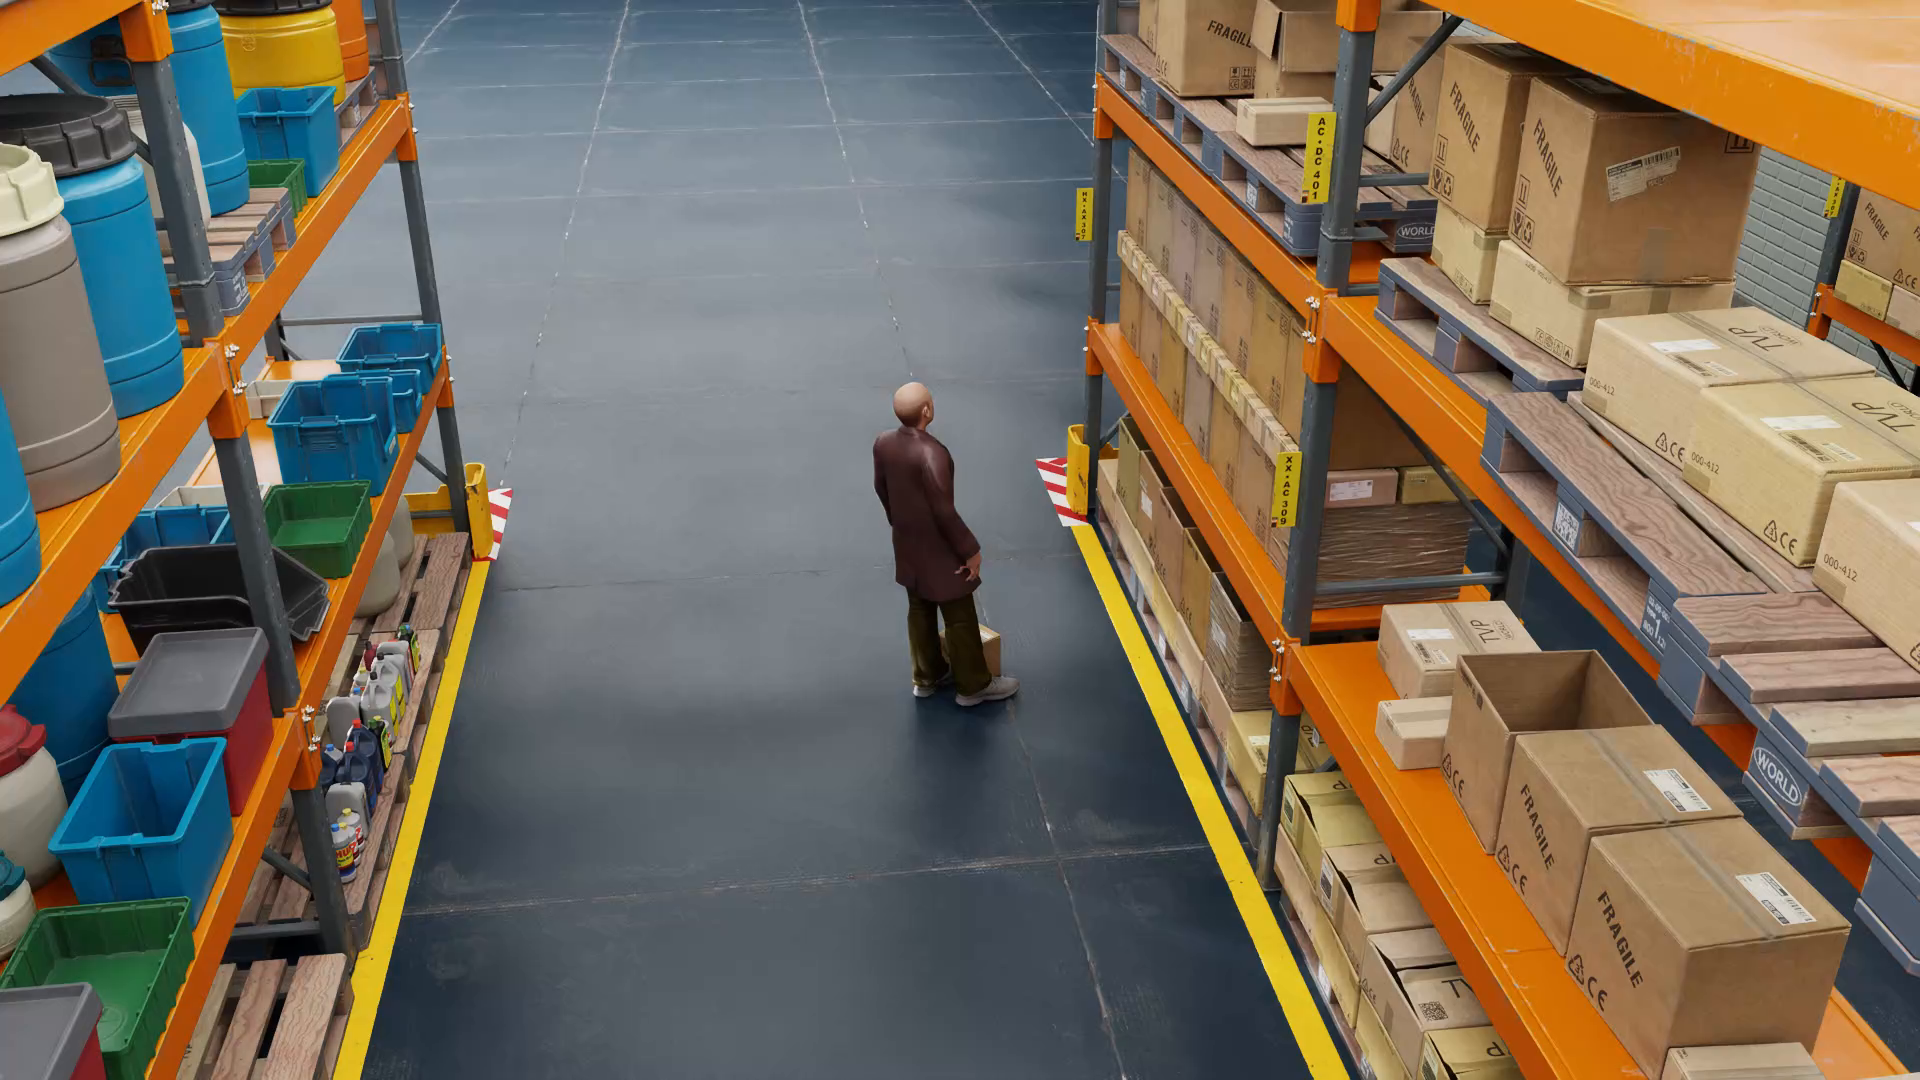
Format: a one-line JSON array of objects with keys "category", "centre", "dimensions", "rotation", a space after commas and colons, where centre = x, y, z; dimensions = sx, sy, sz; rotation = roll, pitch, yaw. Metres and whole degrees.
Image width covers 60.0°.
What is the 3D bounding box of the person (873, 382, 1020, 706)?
[{"category": "person", "centre": [-0.086, -0.003, 8.619], "dimensions": [0.580, 1.777, 0.698], "rotation": [-21, 33, -35]}]
